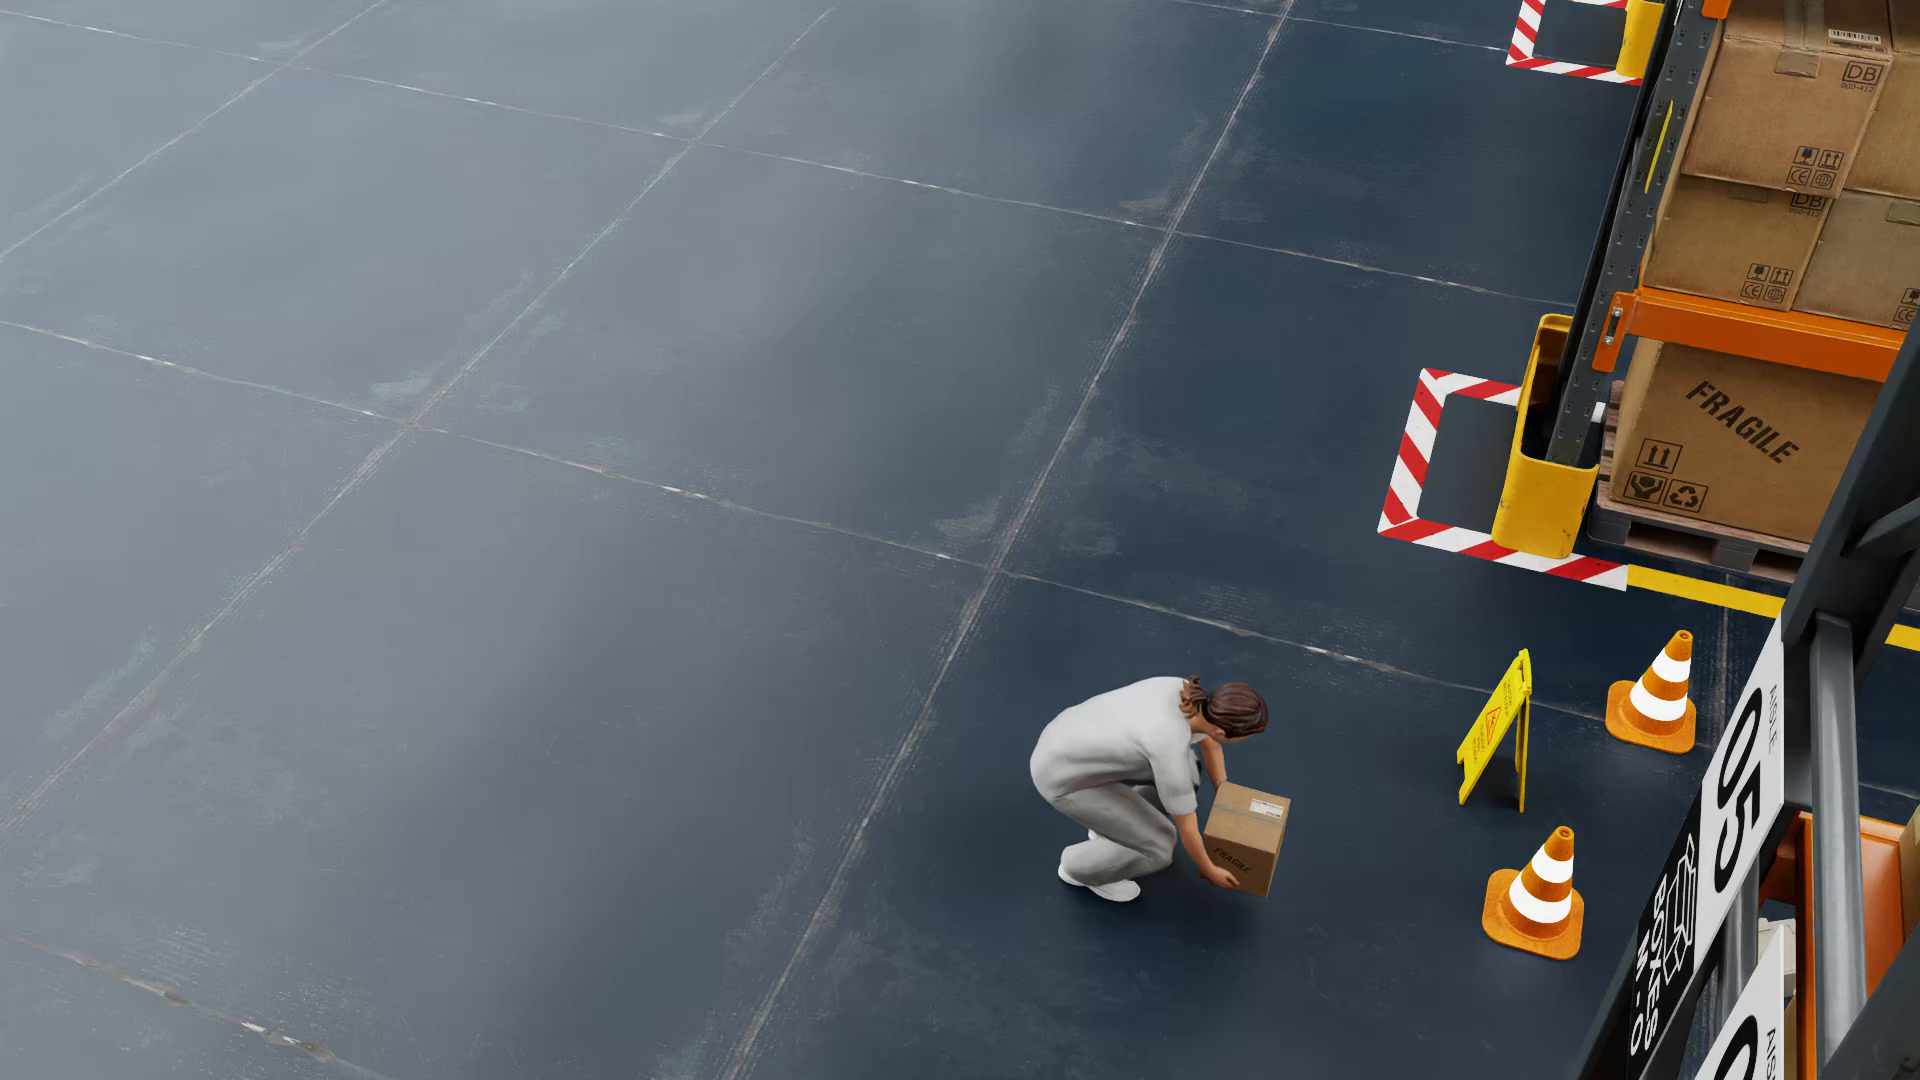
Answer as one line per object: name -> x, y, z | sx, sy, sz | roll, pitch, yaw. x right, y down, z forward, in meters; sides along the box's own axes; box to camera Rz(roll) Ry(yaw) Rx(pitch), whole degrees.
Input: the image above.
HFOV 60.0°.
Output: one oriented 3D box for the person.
person -> 0.646, 0.832, 5.779 | 0.783, 0.943, 0.486 | 14, 43, 15
